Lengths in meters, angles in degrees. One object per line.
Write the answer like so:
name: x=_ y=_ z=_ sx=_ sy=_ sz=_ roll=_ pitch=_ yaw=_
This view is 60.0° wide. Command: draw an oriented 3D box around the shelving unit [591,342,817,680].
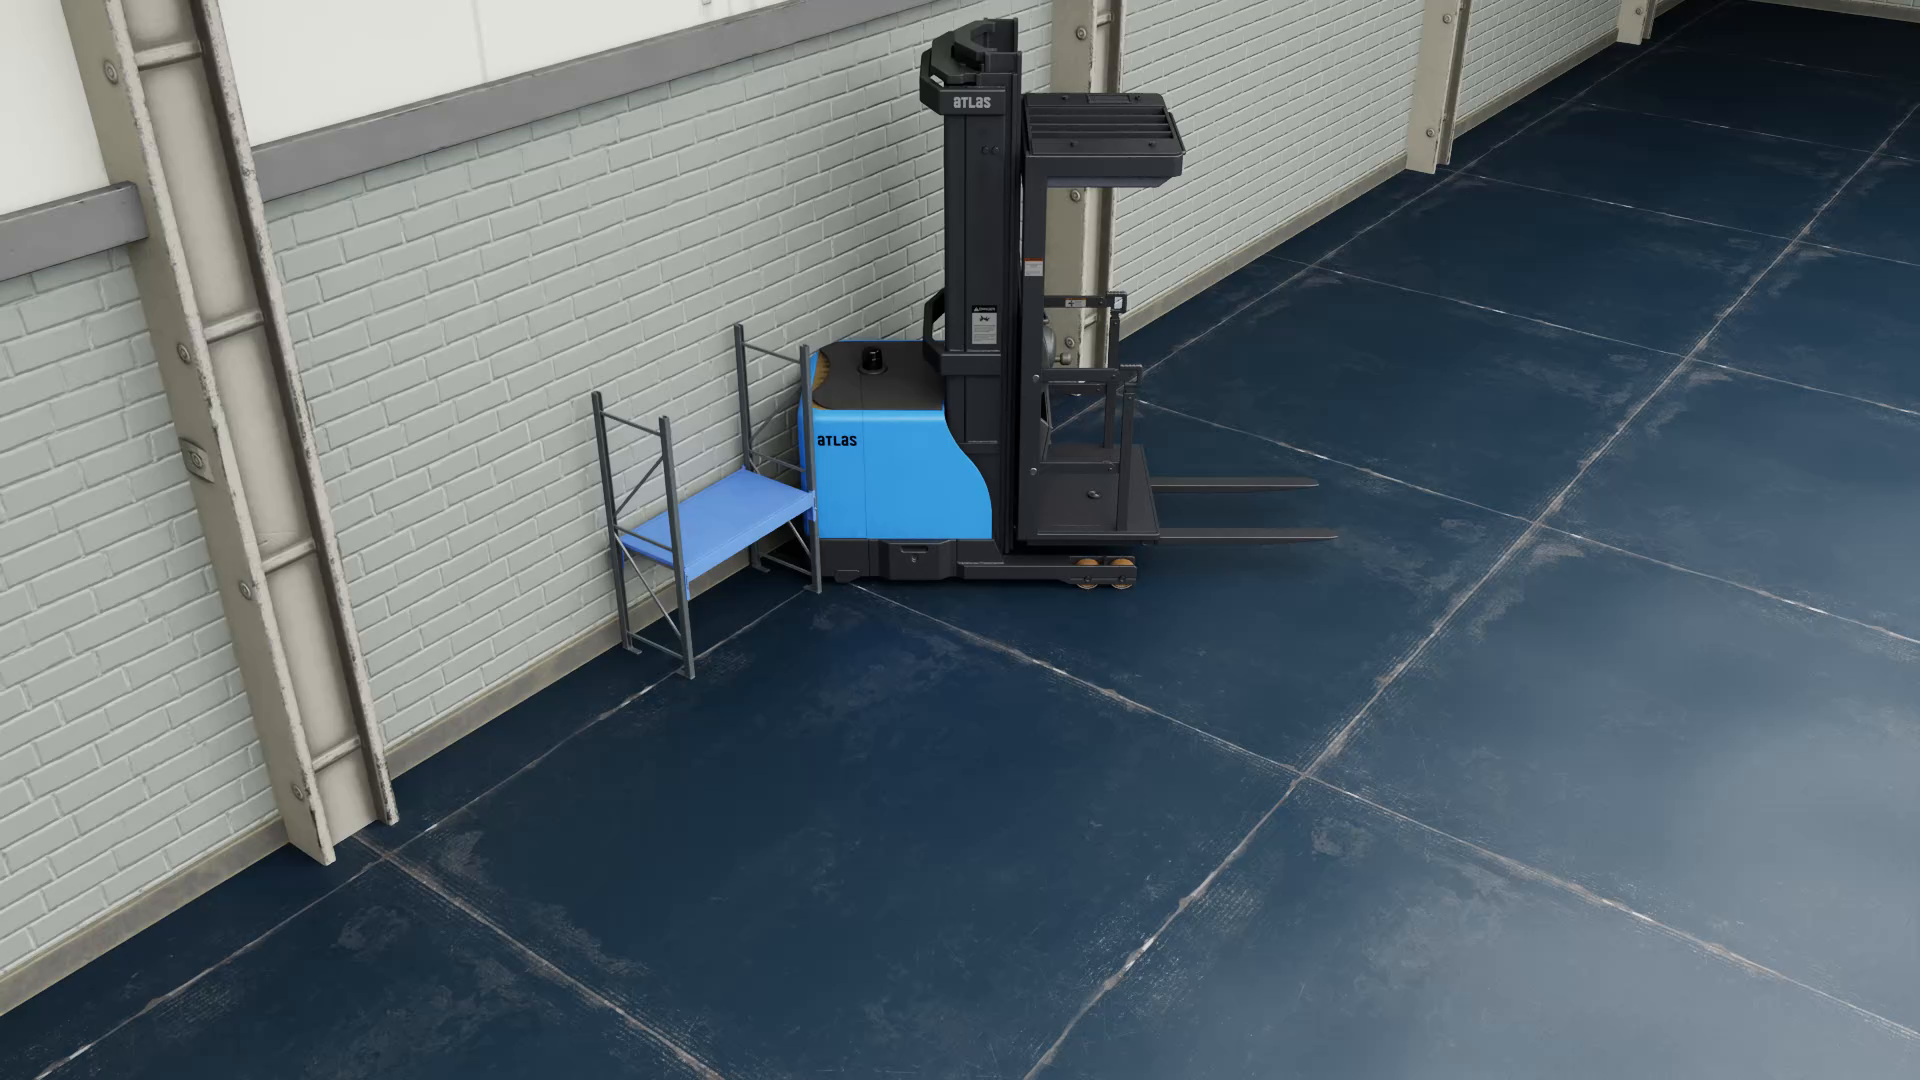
shelving unit: x=-1.286 y=-0.211 z=8.691 sx=0.538 sy=1.500 sz=1.039 roll=20 pitch=36 yaw=30

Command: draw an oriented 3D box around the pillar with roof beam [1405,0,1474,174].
pillar with roof beam: x=7.862 y=-6.106 z=11.284 sx=9.100 sy=9.000 sz=0.400 roll=21 pitch=37 yaw=31

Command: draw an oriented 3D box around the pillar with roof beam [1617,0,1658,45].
pillar with roof beam: x=11.484 y=-8.545 z=15.399 sx=9.100 sy=9.000 sz=0.400 roll=21 pitch=37 yaw=31

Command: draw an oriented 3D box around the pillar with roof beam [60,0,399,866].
pillar with roof beam: x=0.619 y=-1.229 z=3.054 sx=9.100 sy=9.000 sz=0.400 roll=21 pitch=37 yaw=31

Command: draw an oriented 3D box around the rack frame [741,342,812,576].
rack frame: x=-0.986 y=-0.423 z=9.050 sx=0.475 sy=1.308 sz=0.013 roll=20 pitch=36 yaw=30

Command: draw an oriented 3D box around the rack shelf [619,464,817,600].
rack shelf: x=-1.283 y=-0.058 z=8.786 sx=0.538 sy=0.185 sz=1.000 roll=20 pitch=36 yaw=30

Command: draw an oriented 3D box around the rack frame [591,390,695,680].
rack frame: x=-1.582 y=-0.003 z=8.341 sx=0.500 sy=1.500 sz=0.032 roll=20 pitch=36 yaw=30

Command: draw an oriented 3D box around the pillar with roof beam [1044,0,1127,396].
pillar with roof beam: x=4.240 y=-3.667 z=7.169 sx=9.100 sy=9.000 sz=0.400 roll=21 pitch=37 yaw=31

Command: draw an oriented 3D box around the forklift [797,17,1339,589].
forklift: x=0.630 y=-1.260 z=9.058 sx=3.031 sy=2.935 sz=1.130 roll=0 pitch=31 yaw=0
